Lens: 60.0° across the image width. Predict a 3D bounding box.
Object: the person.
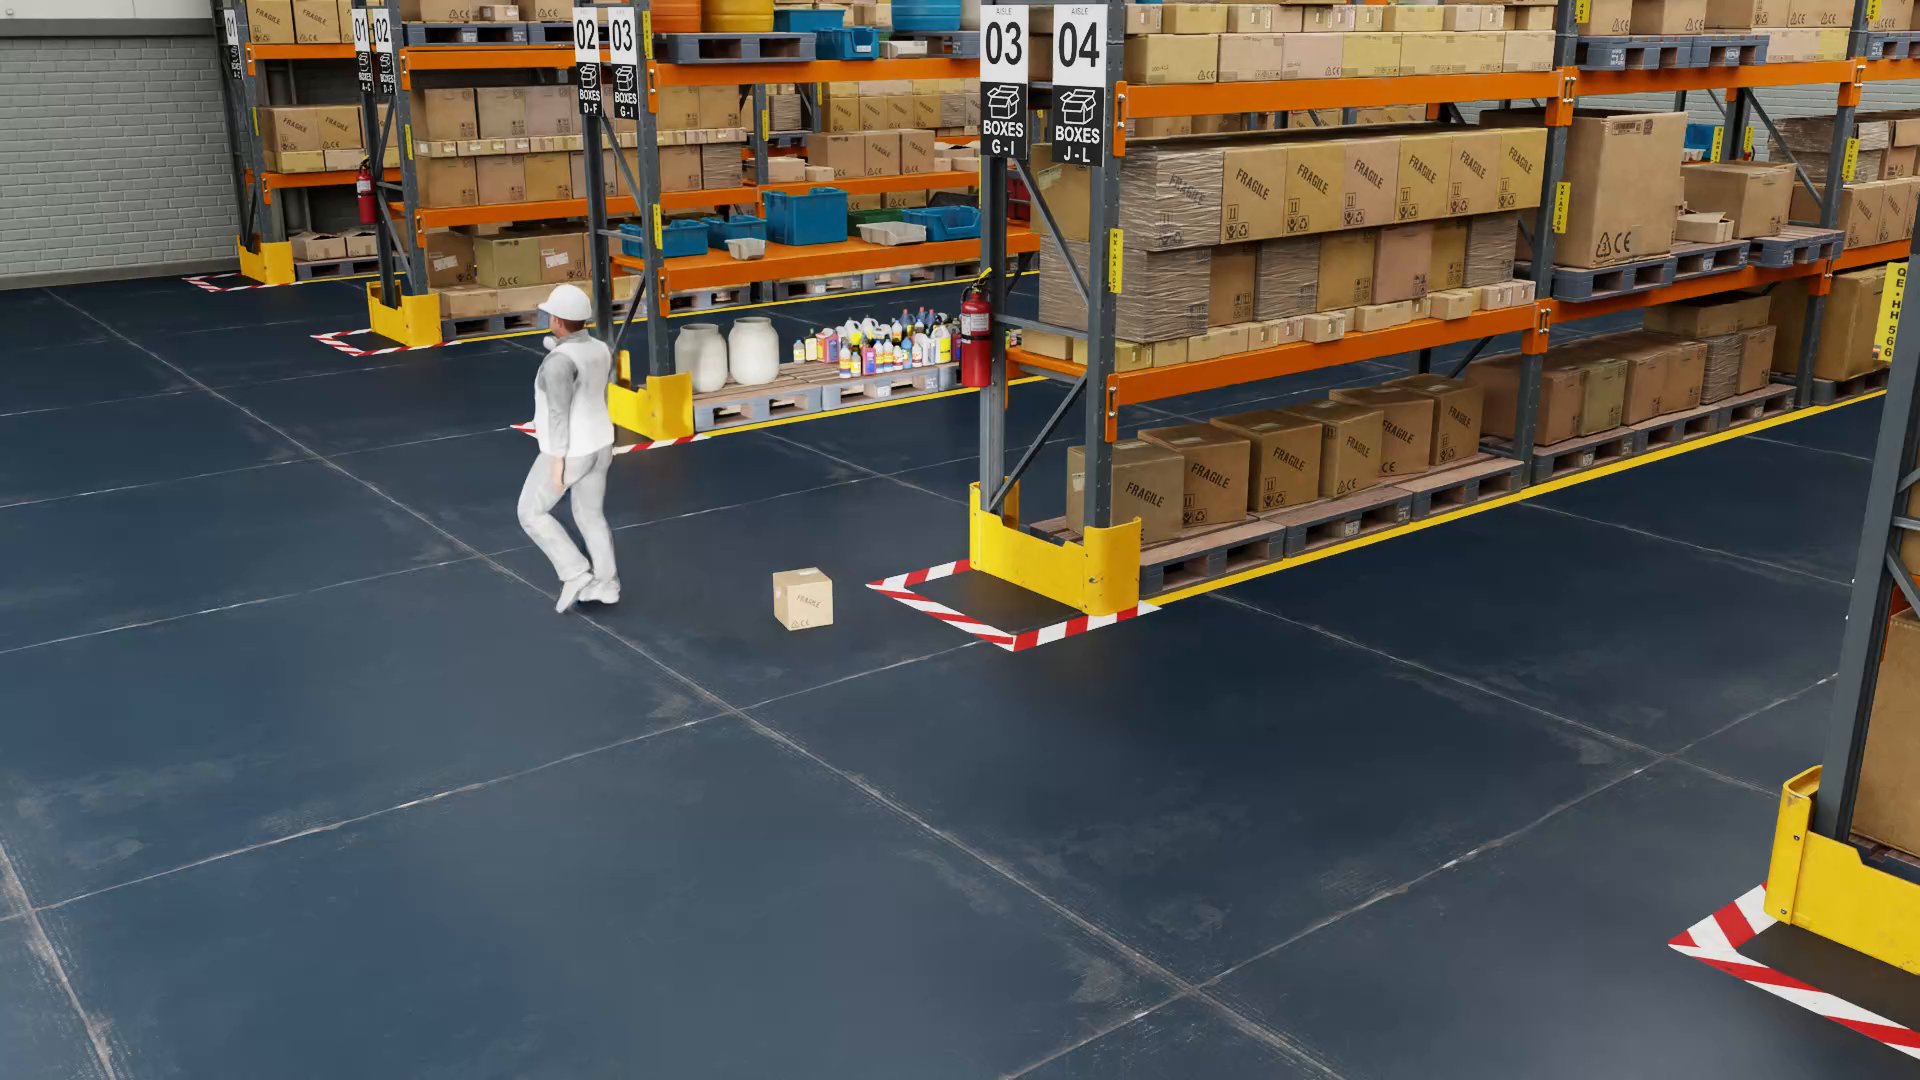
[{"bbox_3d":[-2.120,-0.487,9.015,0.483,1.805,0.559,7,19,22],"label":"person"}]
